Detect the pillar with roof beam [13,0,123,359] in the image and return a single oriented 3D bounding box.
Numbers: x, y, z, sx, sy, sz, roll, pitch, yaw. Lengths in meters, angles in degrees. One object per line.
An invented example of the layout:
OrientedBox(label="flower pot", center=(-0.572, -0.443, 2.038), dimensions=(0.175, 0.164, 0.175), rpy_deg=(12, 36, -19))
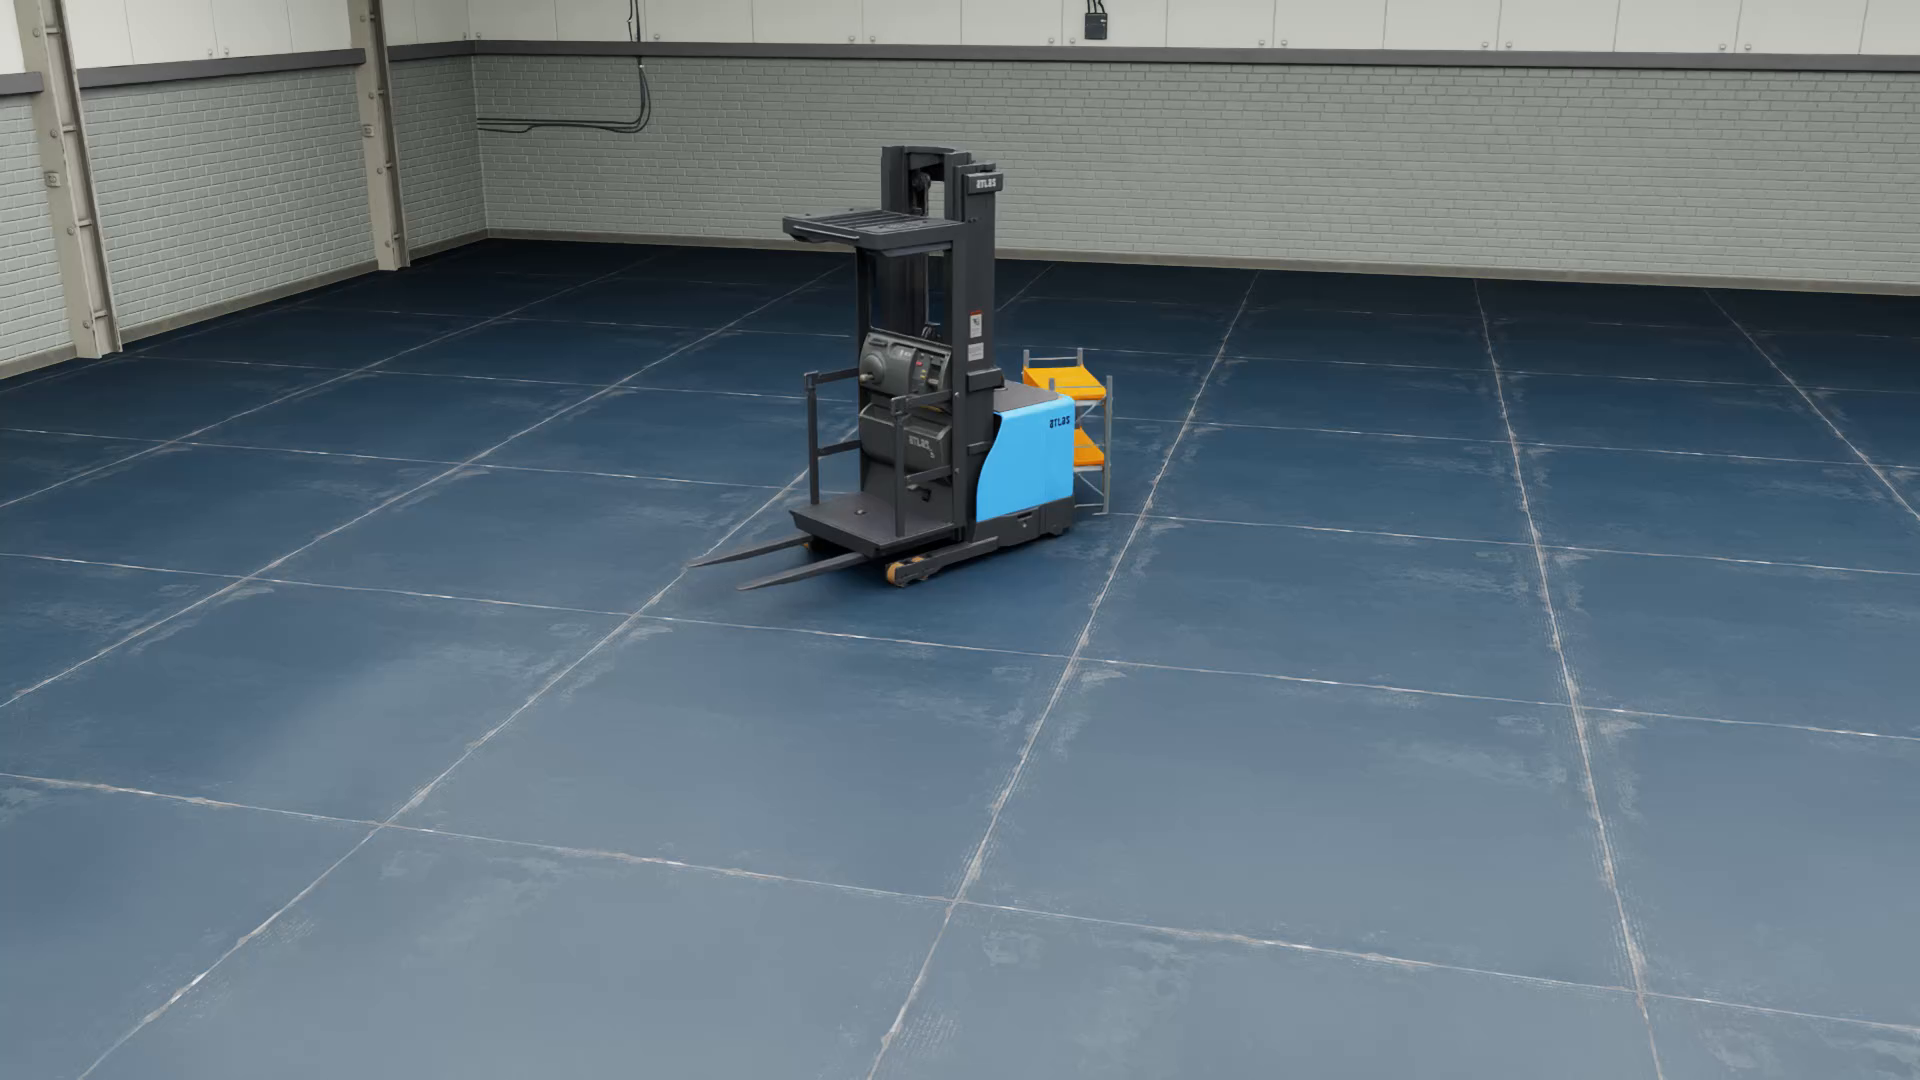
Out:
OrientedBox(label="pillar with roof beam", center=(-5.589, -6.028, 16.413), dimensions=(9.100, 9.000, 0.400), rpy_deg=(5, 19, 13))

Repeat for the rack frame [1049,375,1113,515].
OrientedBox(label="rack frame", center=(0.938, -0.733, 13.095), dimensions=(0.500, 1.125, 0.032), rpy_deg=(-3, 19, -9))

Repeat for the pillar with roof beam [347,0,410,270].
OrientedBox(label="pillar with roof beam", center=(-4.123, -7.908, 21.919), dimensions=(9.100, 9.000, 0.400), rpy_deg=(5, 19, 13))

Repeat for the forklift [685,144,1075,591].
OrientedBox(label="forklift", center=(-0.552, -1.249, 11.811), dimensions=(3.031, 2.935, 1.130), rpy_deg=(-16, 25, -39))

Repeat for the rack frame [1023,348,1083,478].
OrientedBox(label="rack frame", center=(0.777, -1.058, 14.045), dimensions=(0.500, 1.125, 0.032), rpy_deg=(-3, 19, -9))

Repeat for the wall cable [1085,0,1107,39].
OrientedBox(label="wall cable", center=(2.906, -9.922, 22.552), dimensions=(2.305, 6.003, 0.169), rpy_deg=(5, 19, 13))

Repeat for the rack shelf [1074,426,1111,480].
OrientedBox(label="rack shelf", center=(0.857, -0.664, 13.649), dimensions=(0.538, 0.278, 1.000), rpy_deg=(-3, 19, -9))

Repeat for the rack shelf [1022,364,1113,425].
OrientedBox(label="rack shelf", center=(0.857, -1.173, 13.475), dimensions=(0.538, 0.278, 1.000), rpy_deg=(-3, 19, -9))

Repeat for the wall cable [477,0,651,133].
OrientedBox(label="wall cable", center=(-6.296, -7.598, 25.814), dimensions=(3.097, 2.526, 0.112), rpy_deg=(5, 19, 13))

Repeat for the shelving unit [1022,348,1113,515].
OrientedBox(label="shelving unit", center=(0.857, -0.896, 13.570), dimensions=(0.538, 1.125, 1.048), rpy_deg=(-3, 19, -9))
